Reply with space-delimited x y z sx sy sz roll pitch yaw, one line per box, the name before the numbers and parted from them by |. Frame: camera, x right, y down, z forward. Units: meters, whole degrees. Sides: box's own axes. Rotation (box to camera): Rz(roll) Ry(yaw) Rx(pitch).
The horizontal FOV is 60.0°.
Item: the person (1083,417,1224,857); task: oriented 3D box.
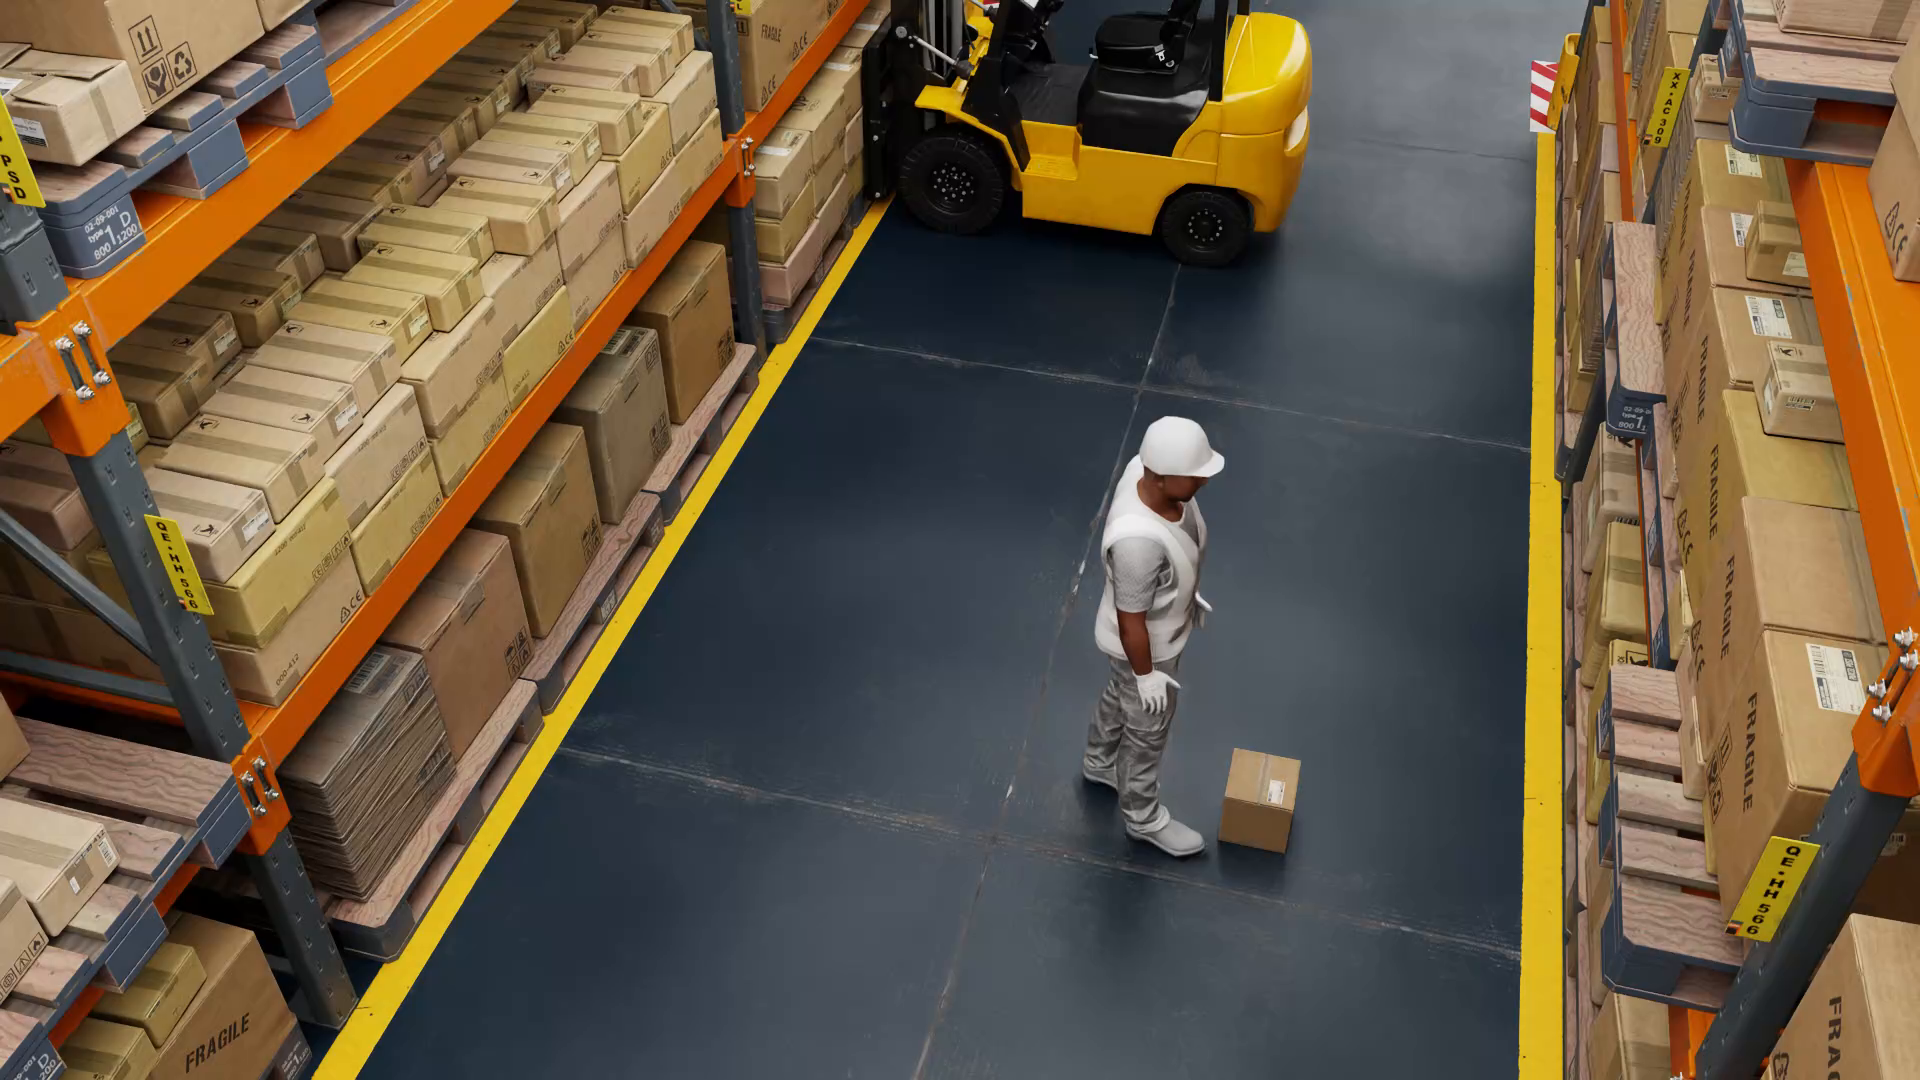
person | 0.701 0.323 5.753 0.514 1.785 0.568 10 42 11
